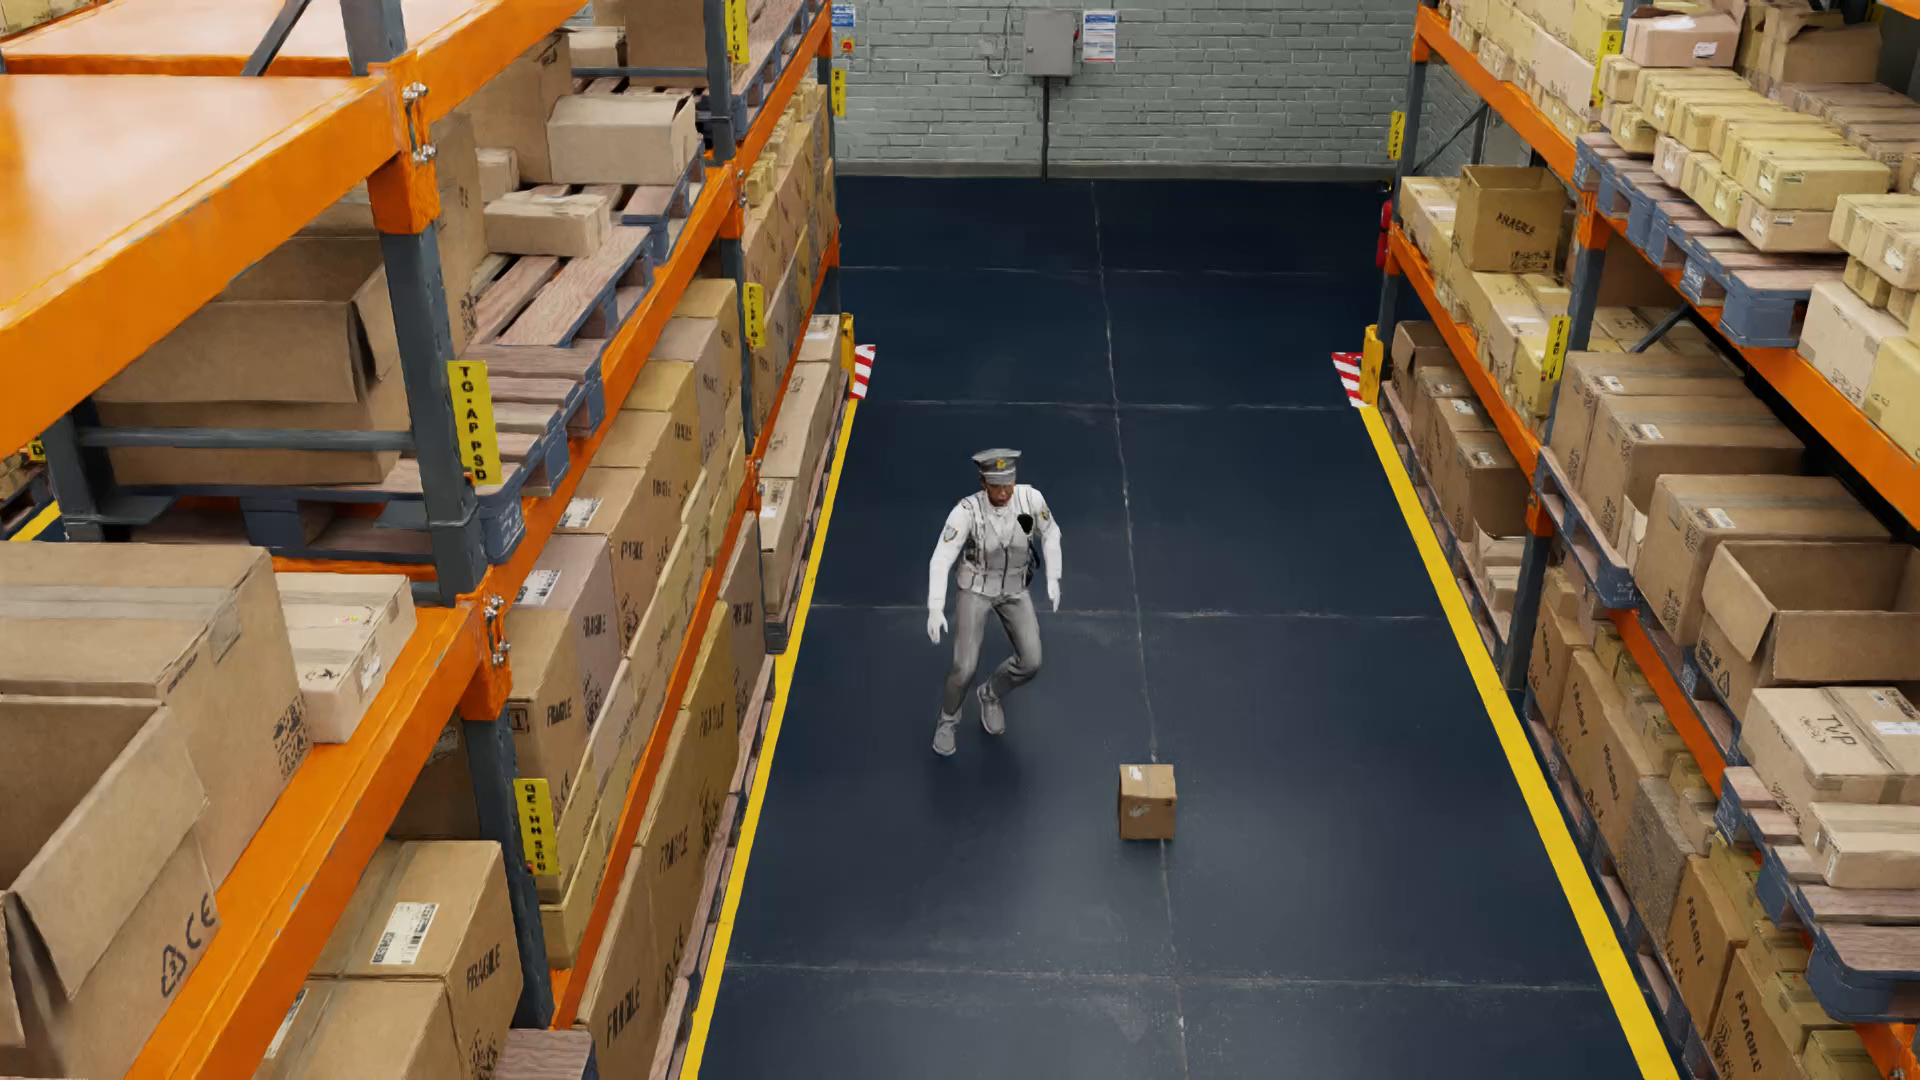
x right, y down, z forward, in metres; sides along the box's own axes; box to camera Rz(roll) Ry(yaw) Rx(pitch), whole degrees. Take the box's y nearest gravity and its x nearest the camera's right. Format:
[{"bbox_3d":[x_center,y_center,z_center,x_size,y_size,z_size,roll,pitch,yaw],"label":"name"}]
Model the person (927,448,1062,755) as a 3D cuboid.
[{"bbox_3d":[0.150,0.268,8.208,0.776,1.603,0.468,-10,30,-19],"label":"person"}]
